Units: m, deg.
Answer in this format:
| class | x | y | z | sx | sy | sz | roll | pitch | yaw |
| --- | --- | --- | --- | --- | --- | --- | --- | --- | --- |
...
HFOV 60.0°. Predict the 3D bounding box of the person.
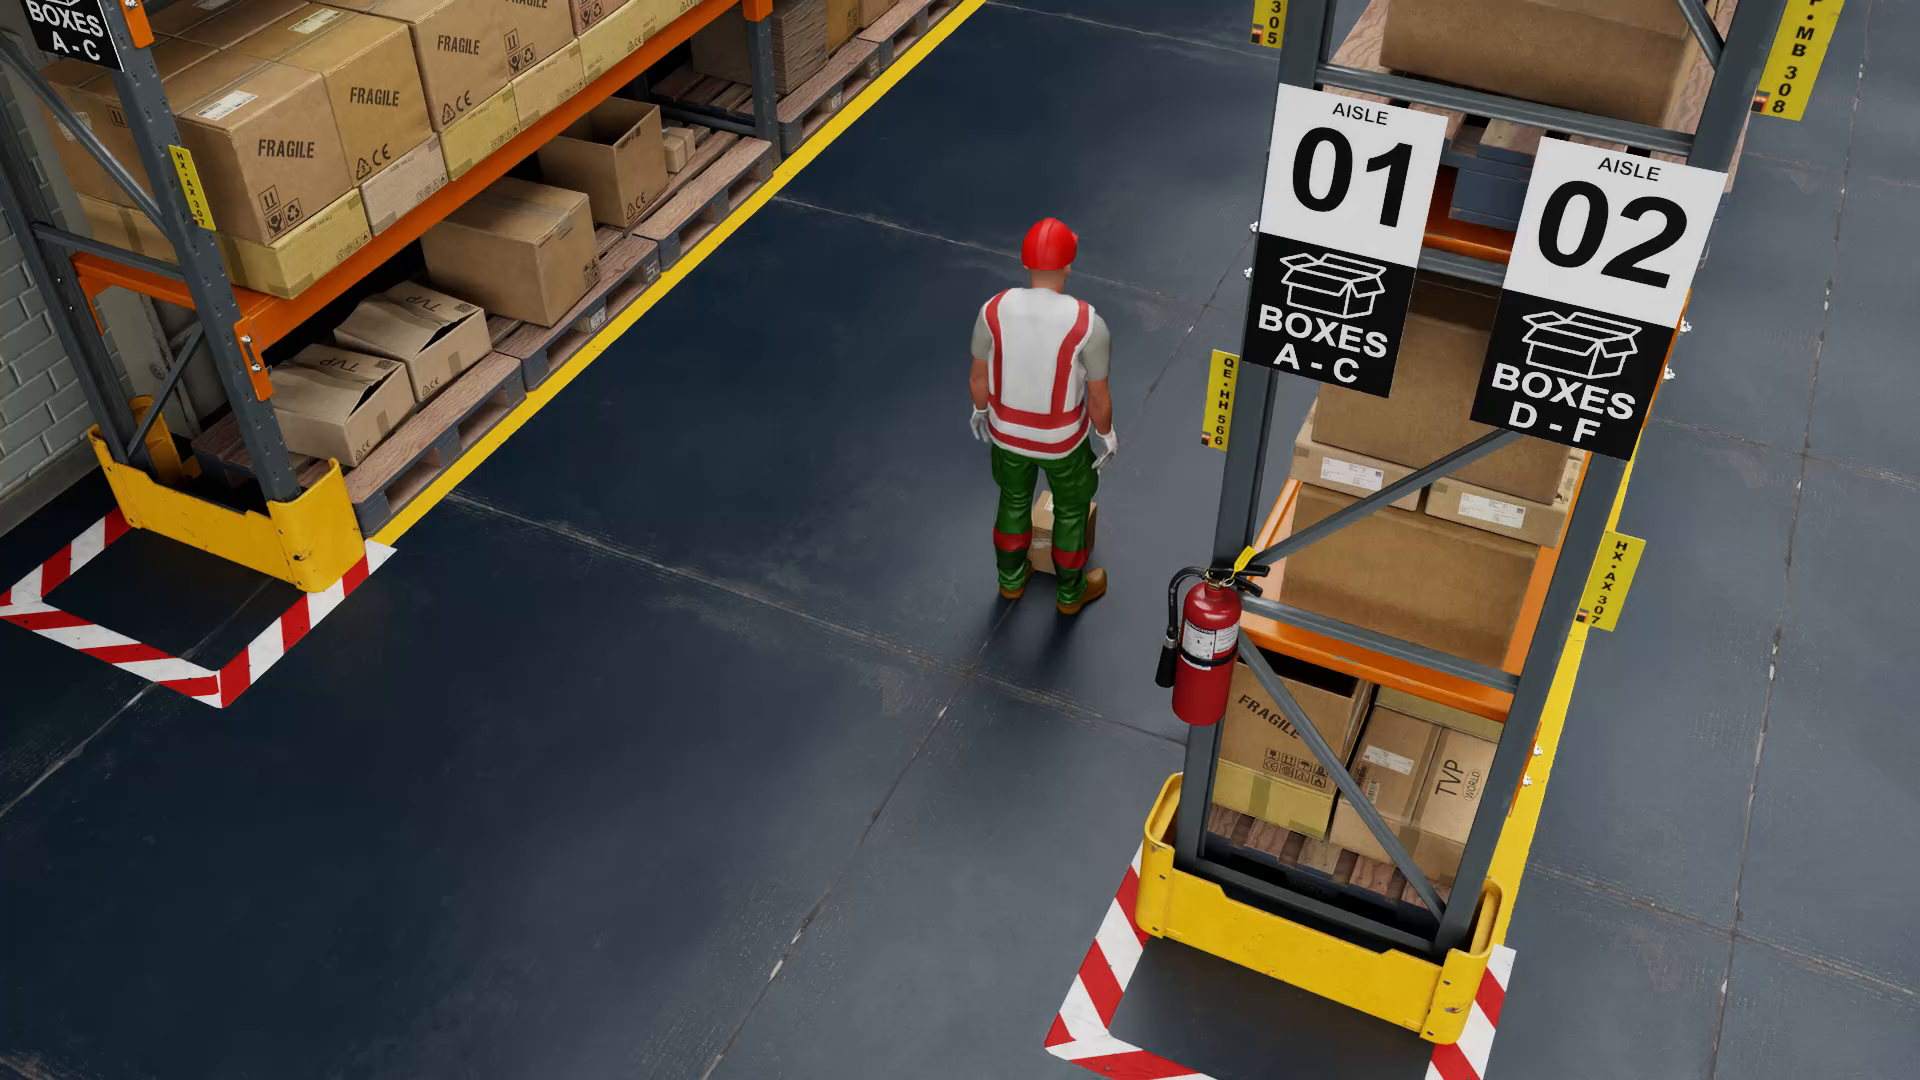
| class | x | y | z | sx | sy | sz | roll | pitch | yaw |
| --- | --- | --- | --- | --- | --- | --- | --- | --- | --- |
| person | 0.332 | -0.461 | 6.668 | 0.616 | 1.778 | 0.453 | 15 | 44 | 16 |
